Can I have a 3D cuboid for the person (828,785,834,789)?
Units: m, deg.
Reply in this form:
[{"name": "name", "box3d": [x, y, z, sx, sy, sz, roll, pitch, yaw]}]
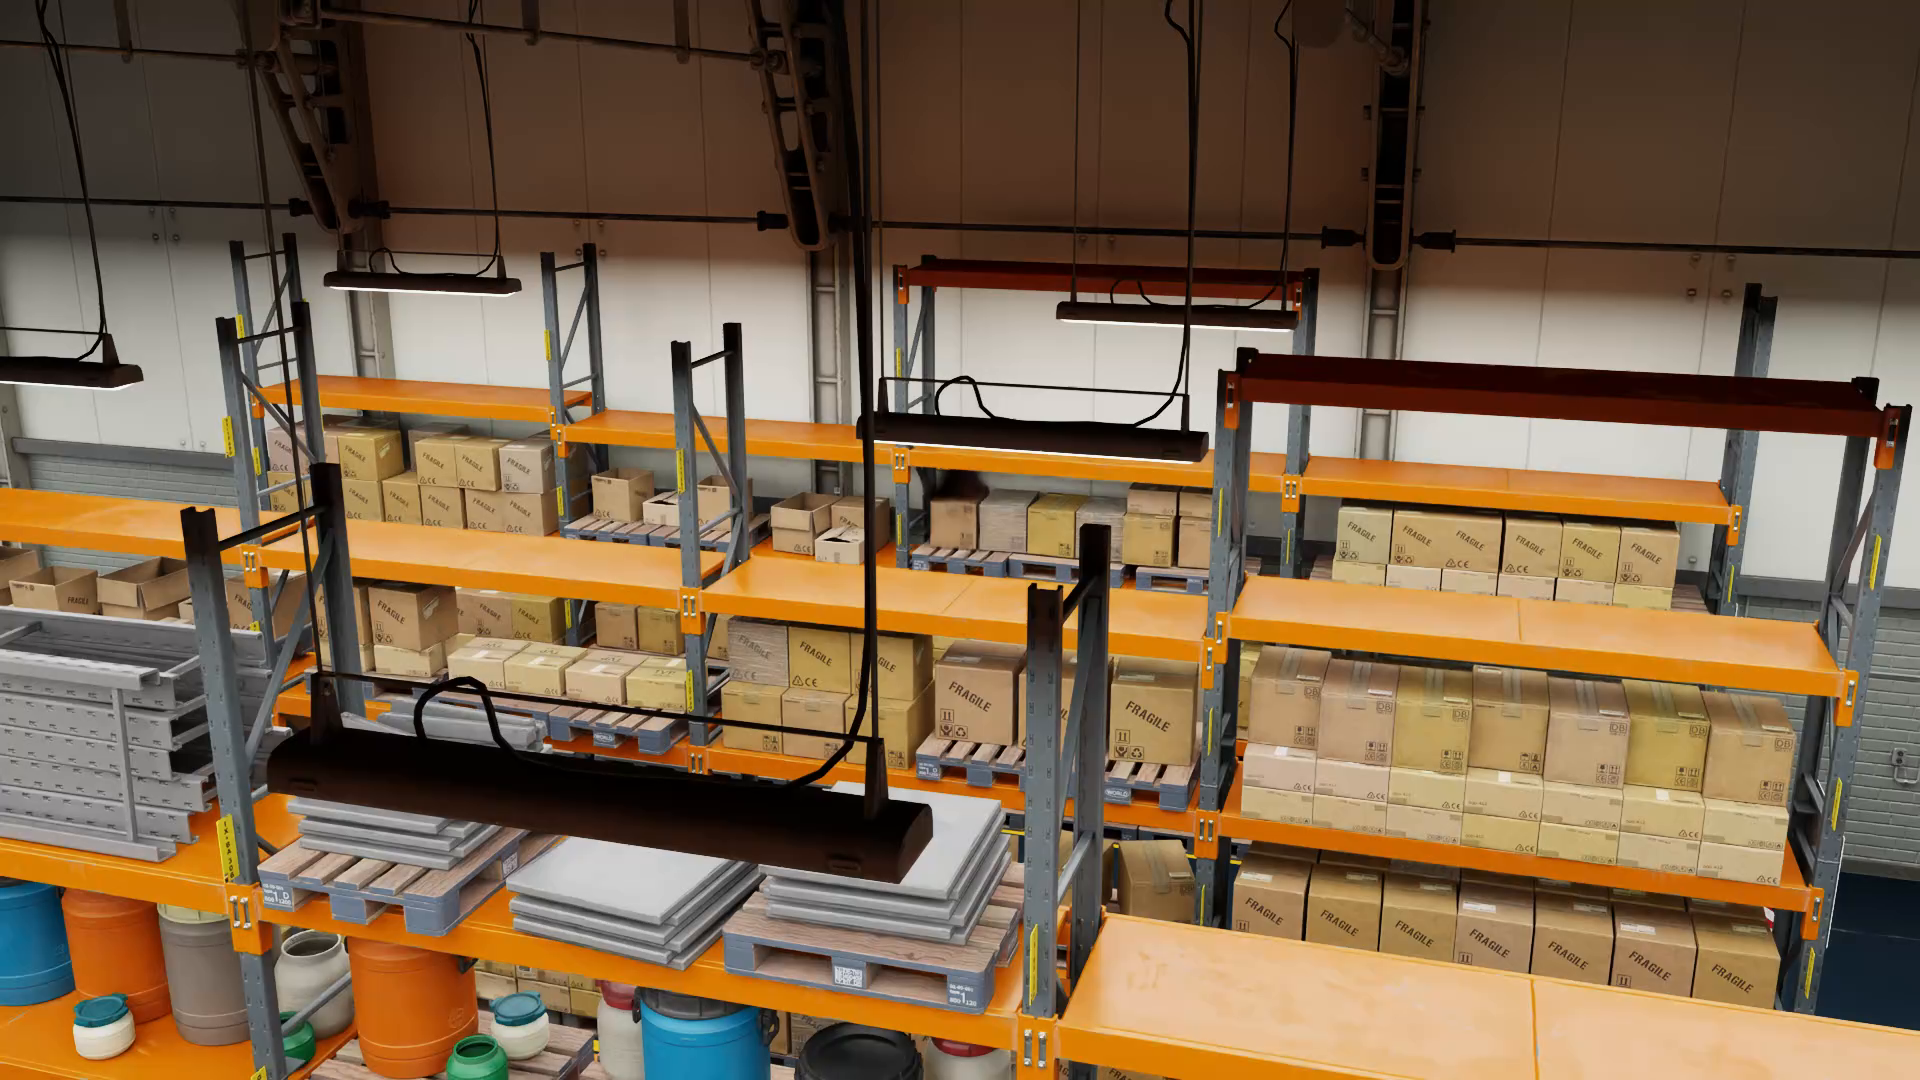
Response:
[{"name": "person", "box3d": [-0.956, 2.594, 15.943, 0.591, 1.760, 0.615, -8, 18, -24]}]
